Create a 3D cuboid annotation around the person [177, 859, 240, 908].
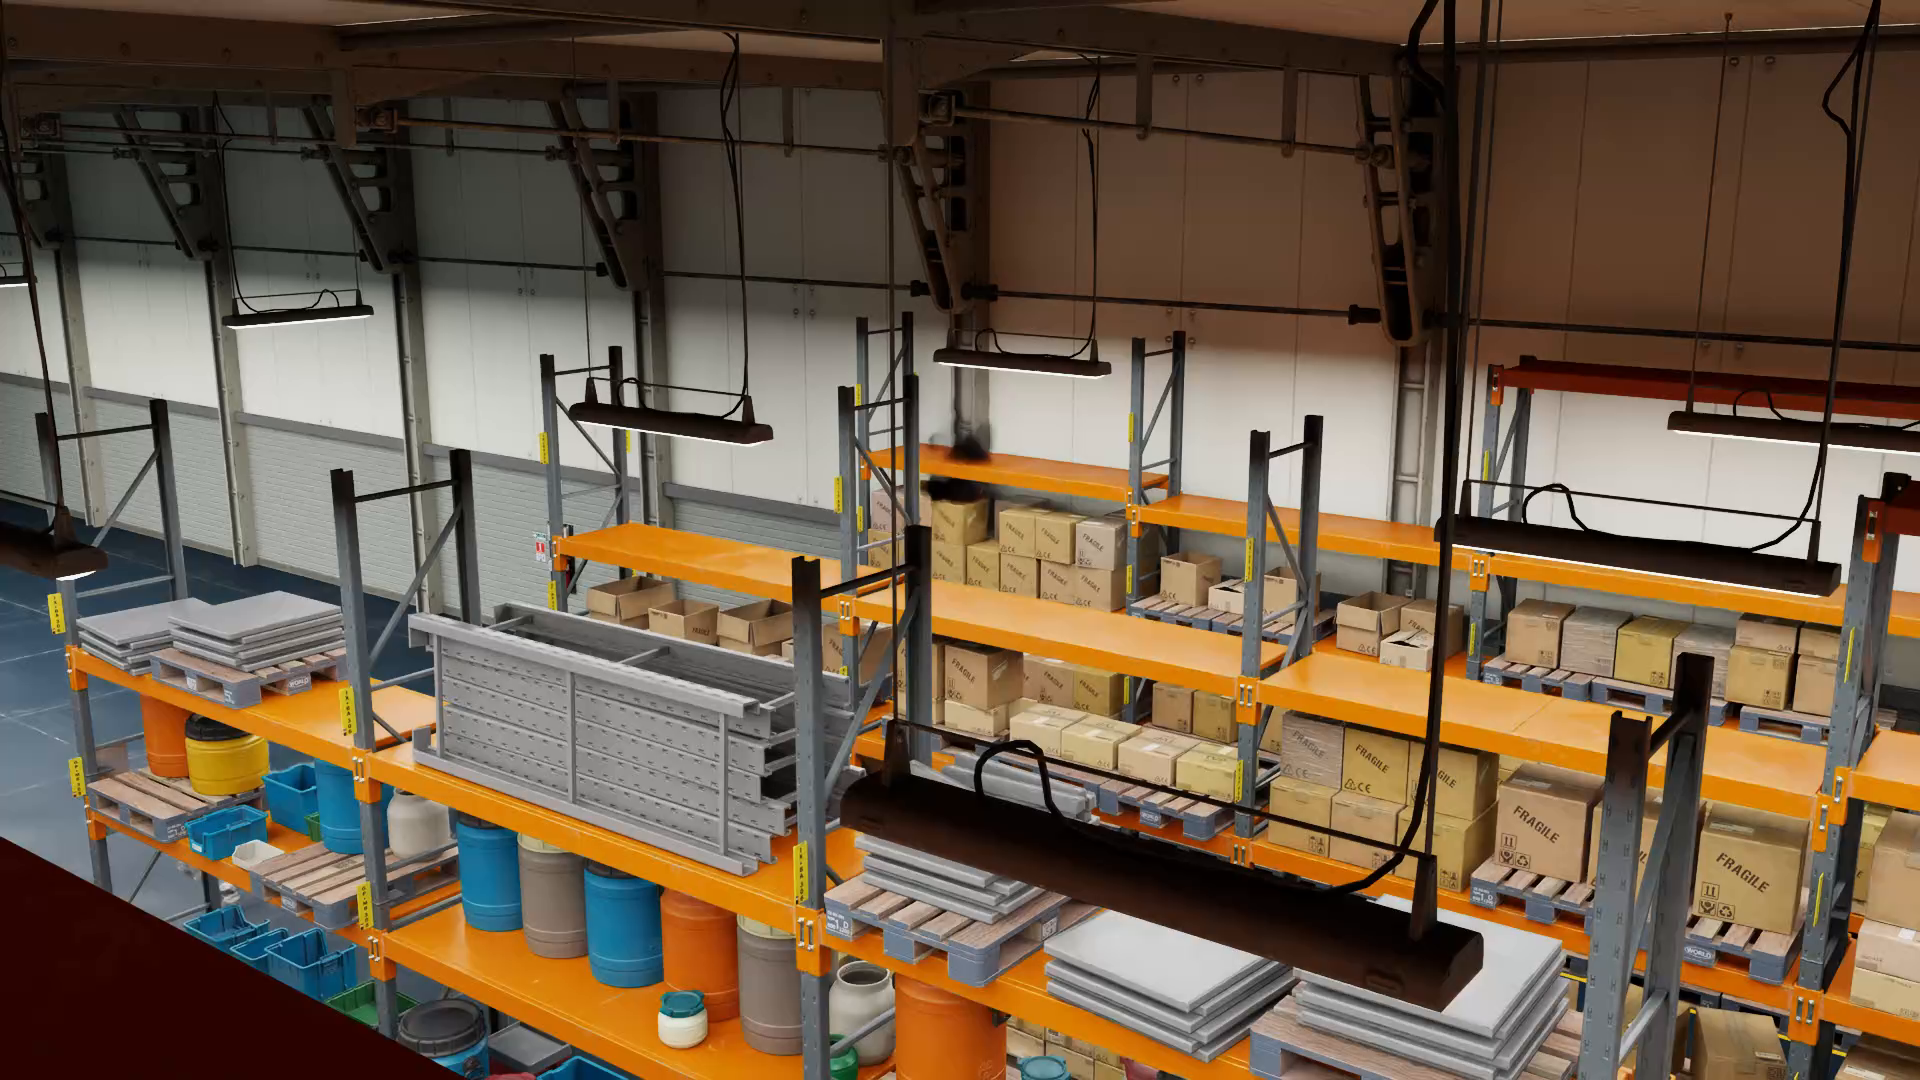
[{"bbox_3d":[-8.109,3.159,17.729,0.659,1.762,0.625,-6,14,-25],"label":"person"}]
